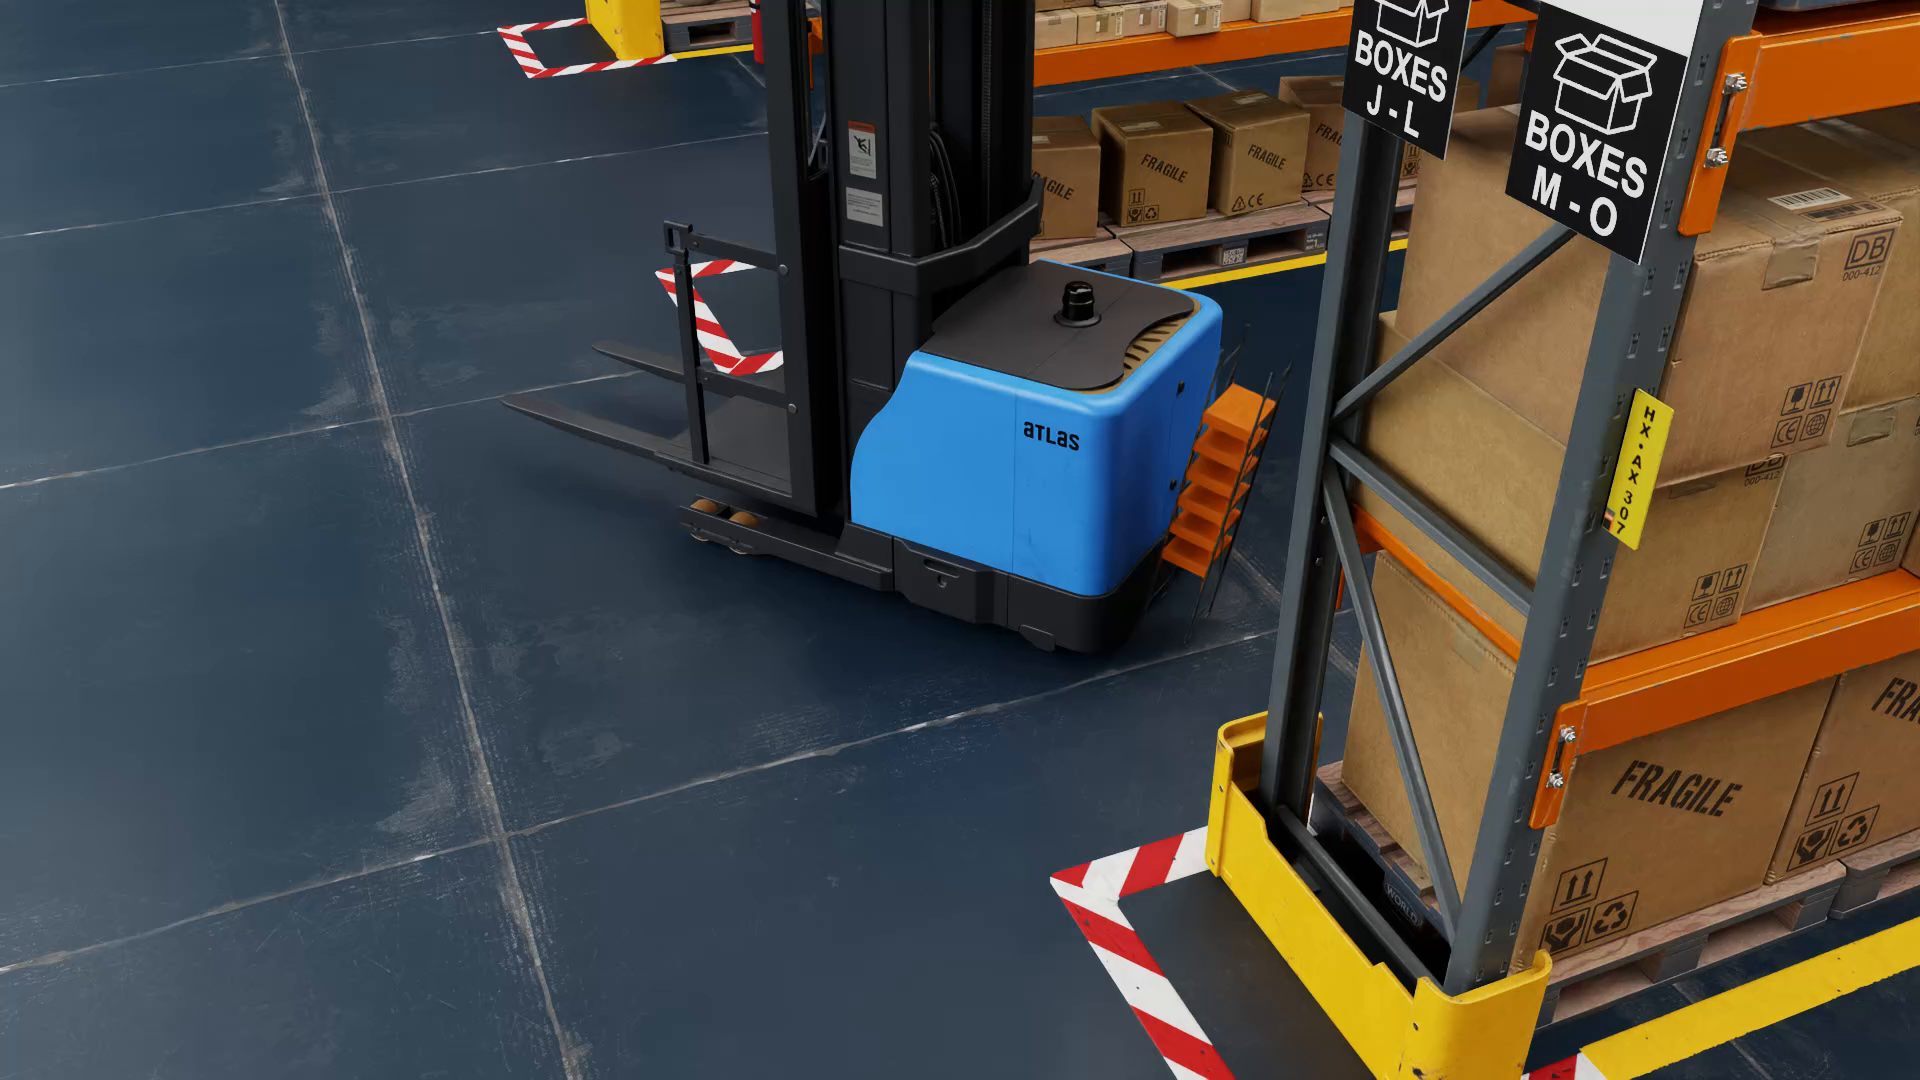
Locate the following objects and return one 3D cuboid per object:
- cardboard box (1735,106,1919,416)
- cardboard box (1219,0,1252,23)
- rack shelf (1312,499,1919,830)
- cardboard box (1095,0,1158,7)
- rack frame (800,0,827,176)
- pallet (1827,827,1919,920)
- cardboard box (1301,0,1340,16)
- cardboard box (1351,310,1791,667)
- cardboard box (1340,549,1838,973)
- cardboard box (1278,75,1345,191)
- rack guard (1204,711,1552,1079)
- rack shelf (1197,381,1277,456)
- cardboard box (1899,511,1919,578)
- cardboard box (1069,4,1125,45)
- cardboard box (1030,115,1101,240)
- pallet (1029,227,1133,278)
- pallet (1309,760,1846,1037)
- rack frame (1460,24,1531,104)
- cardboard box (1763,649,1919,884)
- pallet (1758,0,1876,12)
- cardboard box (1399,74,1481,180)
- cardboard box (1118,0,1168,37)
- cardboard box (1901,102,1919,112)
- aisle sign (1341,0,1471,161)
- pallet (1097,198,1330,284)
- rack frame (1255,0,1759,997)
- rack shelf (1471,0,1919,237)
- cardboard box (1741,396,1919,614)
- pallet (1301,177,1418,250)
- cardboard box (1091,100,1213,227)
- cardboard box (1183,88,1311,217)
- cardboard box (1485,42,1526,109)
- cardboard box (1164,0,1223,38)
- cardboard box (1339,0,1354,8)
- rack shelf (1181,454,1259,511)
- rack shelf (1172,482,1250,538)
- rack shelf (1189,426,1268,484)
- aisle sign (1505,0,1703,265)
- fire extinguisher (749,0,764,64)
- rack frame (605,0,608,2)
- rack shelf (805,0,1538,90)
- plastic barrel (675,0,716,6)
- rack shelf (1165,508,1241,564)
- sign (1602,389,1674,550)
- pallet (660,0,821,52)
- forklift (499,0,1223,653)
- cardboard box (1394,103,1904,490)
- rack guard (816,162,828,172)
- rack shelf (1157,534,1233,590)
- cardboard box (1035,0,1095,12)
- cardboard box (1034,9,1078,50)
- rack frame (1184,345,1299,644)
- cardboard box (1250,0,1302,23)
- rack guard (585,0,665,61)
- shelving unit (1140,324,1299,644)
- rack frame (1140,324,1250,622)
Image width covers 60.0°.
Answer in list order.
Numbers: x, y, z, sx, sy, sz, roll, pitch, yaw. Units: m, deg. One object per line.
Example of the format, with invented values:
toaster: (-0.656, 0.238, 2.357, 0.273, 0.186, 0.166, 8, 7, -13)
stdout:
cardboard box: (1.982, -0.761, 4.041, 0.550, 0.550, 0.875, -13, 35, -19)
cardboard box: (1.281, -2.762, 8.475, 0.250, 0.149, 0.380, -13, 35, -19)
rack shelf: (2.997, -0.145, 4.882, 4.000, 0.370, 1.077, -13, 35, -19)
cardboard box: (0.737, -3.058, 8.335, 0.500, 0.500, 0.875, -13, 35, -19)
rack frame: (-0.674, -2.539, 7.903, 0.127, 3.000, 1.000, -13, 35, -19)
pallet: (2.984, 0.681, 5.510, 1.213, 0.211, 1.003, -13, 35, -19)
cardboard box: (1.758, -2.846, 8.605, 0.250, 0.149, 0.380, -13, 35, -19)
cardboard box: (1.478, -0.188, 4.151, 0.550, 0.550, 0.875, -13, 35, -19)
cardboard box: (1.753, 0.514, 4.773, 0.875, 0.875, 0.875, -13, 35, -19)
cardboard box: (2.105, -2.323, 9.477, 0.500, 0.500, 0.500, -2, 33, -4)
rack guard: (1.131, 1.029, 4.710, 0.348, 0.500, 1.175, -13, 35, -19)
rack shelf: (0.957, -0.420, 5.711, 0.180, 0.103, 0.258, 27, 40, 19)
cardboard box: (2.542, -0.370, 4.431, 0.550, 0.550, 0.875, -13, 35, -19)
cardboard box: (0.611, -2.575, 8.188, 0.250, 0.149, 0.380, -13, 35, -19)
cardboard box: (0.447, -1.935, 8.880, 0.500, 0.500, 0.500, -4, 33, -6)
pallet: (0.159, -1.540, 8.924, 1.213, 0.211, 1.003, -13, 35, -19)
pallet: (1.860, 0.937, 5.117, 1.213, 0.211, 1.003, -13, 35, -19)
rack frame: (3.015, -3.384, 9.200, 0.127, 3.000, 1.000, -13, 35, -19)
cardboard box: (2.564, 0.327, 5.060, 0.875, 0.875, 0.875, -13, 35, -20)
pallet: (1.833, -1.406, 3.491, 1.213, 0.211, 1.003, -13, 35, -19)
cardboard box: (2.630, -2.448, 9.669, 0.500, 0.500, 0.500, -14, 36, -20)
cardboard box: (0.831, -2.642, 8.290, 0.250, 0.149, 0.380, -13, 35, -19)
cardboard box: (2.551, -0.811, 4.118, 0.550, 0.550, 0.875, -13, 35, -19)
aisle sign: (0.972, -1.250, 3.536, 0.004, 0.787, 0.394, -13, 35, -19)
pallet: (1.282, -1.796, 9.317, 1.213, 0.211, 1.003, -13, 35, -19)
rack frame: (1.153, -0.024, 4.036, 0.127, 3.000, 1.000, -13, 35, -19)
rack shelf: (2.997, -1.402, 4.064, 4.000, 0.370, 1.077, -13, 35, -19)
cardboard box: (1.977, -0.315, 4.346, 0.550, 0.550, 0.875, -13, 35, -19)
pallet: (2.409, -2.056, 9.716, 1.213, 0.211, 1.003, -13, 35, -19)
cardboard box: (1.031, -2.057, 9.068, 0.500, 0.500, 0.500, -10, 34, -14)
cardboard box: (1.563, -2.153, 9.215, 0.500, 0.500, 0.500, -16, 36, -23)
cardboard box: (3.589, -2.639, 9.945, 0.500, 0.500, 0.700, -16, 36, -23)
cardboard box: (1.102, -2.642, 8.291, 0.250, 0.149, 0.380, -13, 35, -19)
cardboard box: (1.973, -2.920, 8.717, 0.250, 0.149, 0.380, -13, 35, -19)
rack shelf: (0.920, -0.234, 5.859, 0.180, 0.103, 0.258, 27, 40, 19)
rack shelf: (0.901, -0.141, 5.932, 0.180, 0.103, 0.258, 27, 40, 19)
rack shelf: (0.938, -0.327, 5.785, 0.180, 0.103, 0.258, 27, 40, 19)
aisle sign: (1.204, -0.948, 3.073, 0.004, 0.787, 0.394, -13, 35, -19)
fire extinguisher: (-0.957, -2.715, 8.243, 0.183, 0.674, 0.296, -13, 35, -19)
rack frame: (-2.591, -5.030, 11.730, 0.127, 3.000, 1.000, -13, 35, -19)
rack shelf: (1.171, -2.660, 8.748, 4.000, 0.370, 1.077, -13, 35, -19)
plastic barrel: (-2.014, -4.341, 12.567, 0.421, 0.512, 0.421, 0, 33, 0)
rack shelf: (0.882, -0.048, 6.006, 0.180, 0.103, 0.258, 27, 40, 19)
sign: (1.363, -0.140, 3.348, 0.005, 0.325, 0.100, -13, 35, -19)
pallet: (-1.788, -4.070, 12.811, 1.213, 0.211, 1.003, -13, 35, -19)
forklift: (-0.546, -1.401, 6.216, 3.031, 2.935, 1.130, 18, 37, 25)
cardboard box: (1.511, -0.598, 3.792, 0.550, 0.550, 0.875, -13, 35, -19)
rack guard: (-0.603, -1.508, 8.609, 0.348, 0.500, 1.175, -13, 35, -19)
rack shelf: (0.864, 0.045, 6.080, 0.180, 0.103, 0.258, 27, 40, 19)
cardboard box: (0.259, -2.974, 8.206, 0.500, 0.500, 0.875, -13, 35, -19)
cardboard box: (0.378, -2.526, 8.112, 0.250, 0.149, 0.380, -13, 35, -19)
rack frame: (0.985, -0.137, 5.875, 0.006, 1.200, 0.240, 27, 40, 19)
cardboard box: (1.541, -2.776, 8.497, 0.250, 0.149, 0.380, -13, 35, -19)
rack guard: (-2.539, -4.022, 12.473, 0.348, 0.500, 1.175, -13, 35, -19)
shelving unit: (0.908, -0.176, 5.905, 0.189, 1.200, 0.258, 27, 40, 19)
rack frame: (0.831, -0.215, 5.935, 0.006, 1.200, 0.240, 27, 40, 19)
